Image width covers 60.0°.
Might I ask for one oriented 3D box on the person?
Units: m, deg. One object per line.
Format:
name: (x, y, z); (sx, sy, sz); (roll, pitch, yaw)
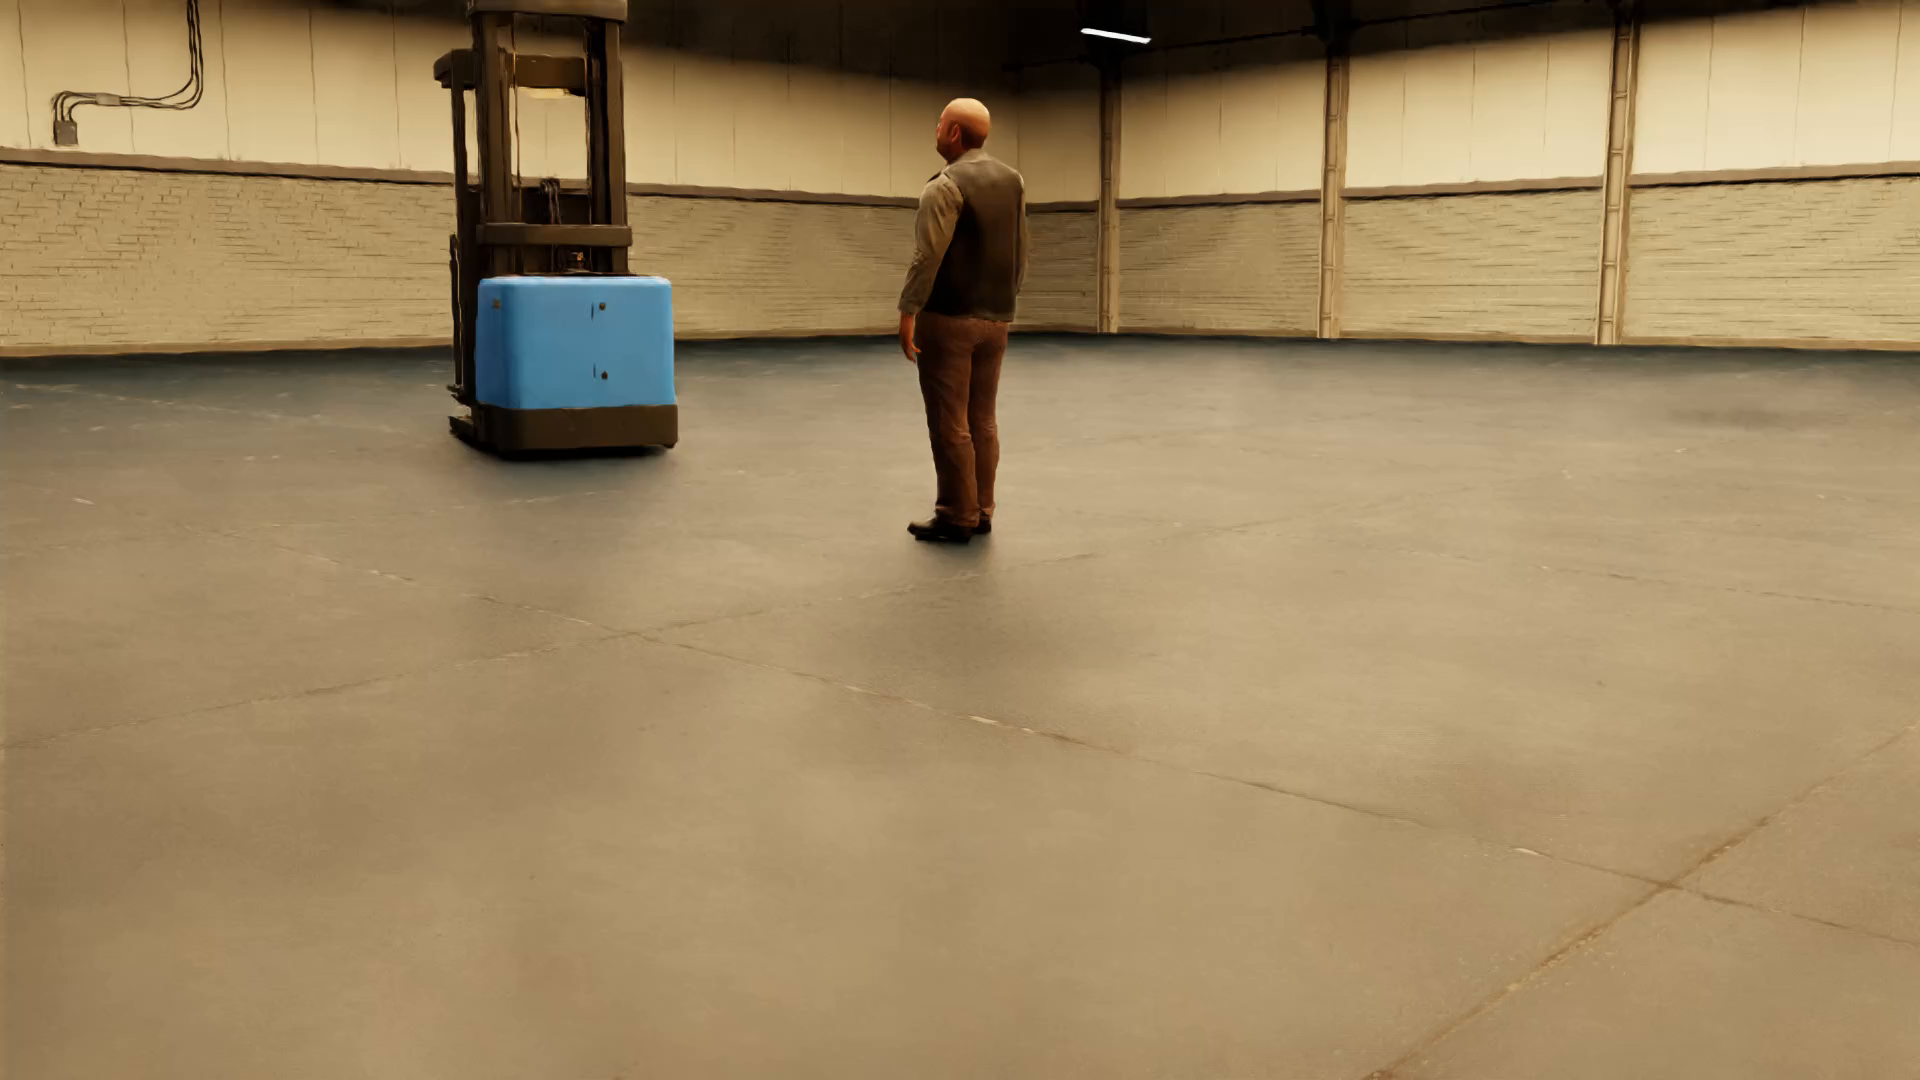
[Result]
person: (-0.039, -0.866, 6.637); (0.567, 1.720, 0.632); (8, 12, 43)

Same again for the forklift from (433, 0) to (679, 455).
forklift: (-2.828, -2.136, 11.062); (1.130, 2.935, 3.031); (-4, 10, -26)
